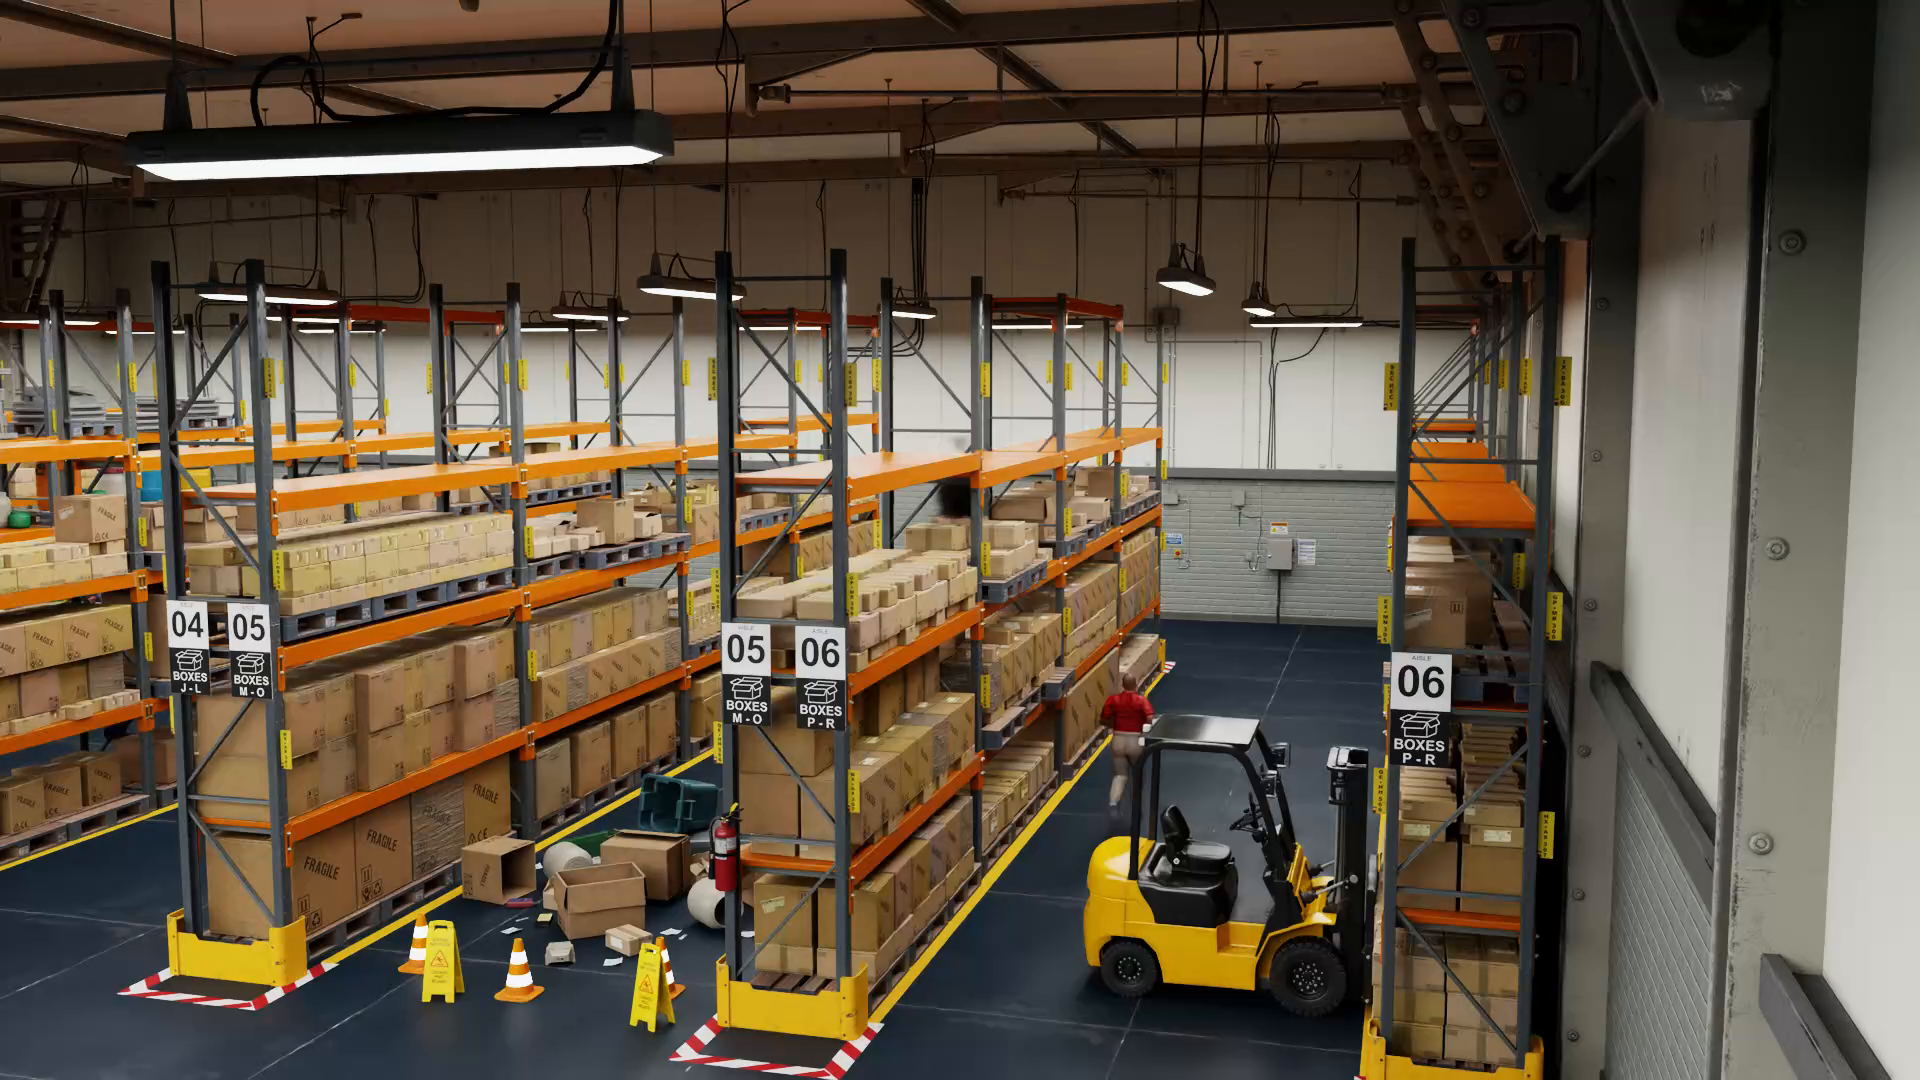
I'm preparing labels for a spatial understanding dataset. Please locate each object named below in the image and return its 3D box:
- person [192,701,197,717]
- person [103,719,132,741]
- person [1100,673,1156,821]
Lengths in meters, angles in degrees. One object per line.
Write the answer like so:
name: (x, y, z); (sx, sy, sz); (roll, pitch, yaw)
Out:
person: (-11.084, 1.843, 23.661); (0.521, 1.715, 0.848); (2, 6, 17)
person: (-10.883, 2.111, 21.572); (0.606, 1.595, 0.639); (1, 6, 6)
person: (1.899, 2.347, 18.664); (0.673, 1.736, 0.957); (2, 6, 18)
